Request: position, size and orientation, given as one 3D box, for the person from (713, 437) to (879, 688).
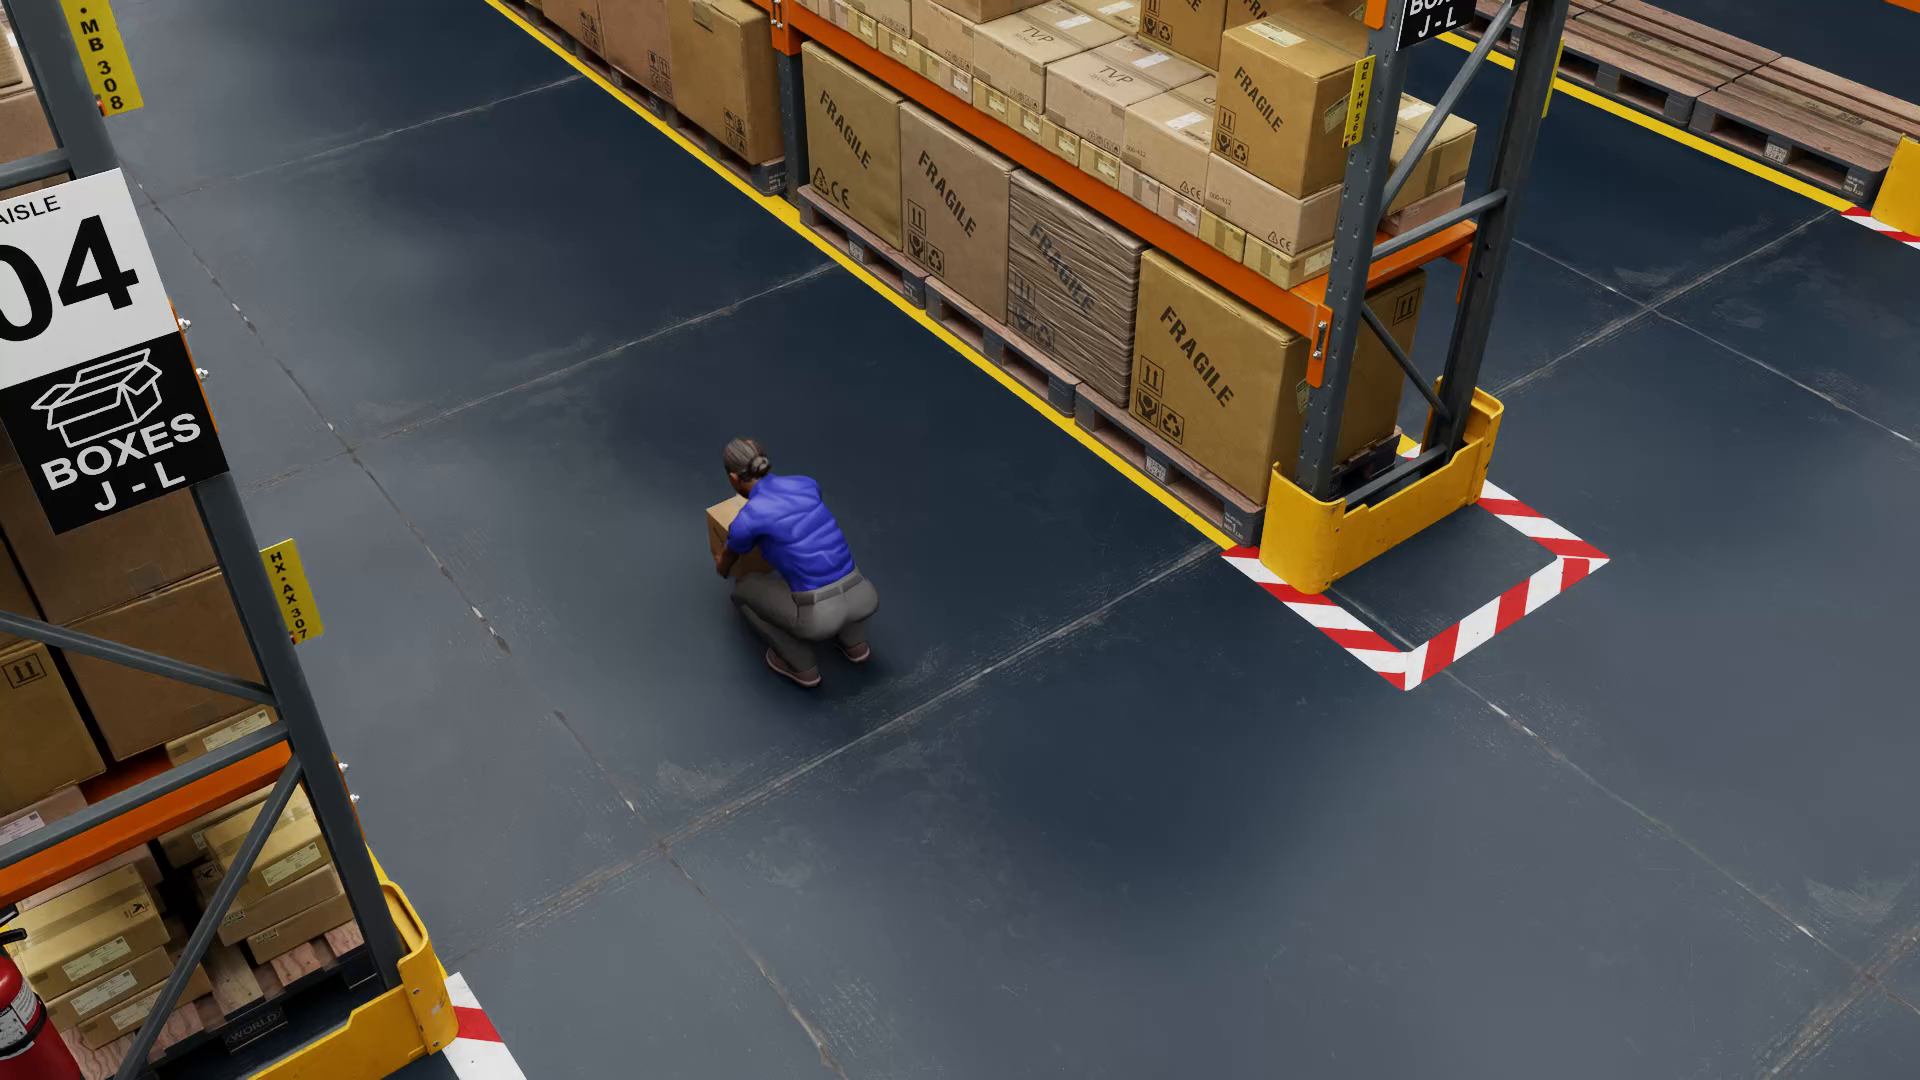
[{"bbox_3d":[-0.681,0.052,6.670,0.486,0.934,0.829,-27,47,-28],"label":"person"}]
